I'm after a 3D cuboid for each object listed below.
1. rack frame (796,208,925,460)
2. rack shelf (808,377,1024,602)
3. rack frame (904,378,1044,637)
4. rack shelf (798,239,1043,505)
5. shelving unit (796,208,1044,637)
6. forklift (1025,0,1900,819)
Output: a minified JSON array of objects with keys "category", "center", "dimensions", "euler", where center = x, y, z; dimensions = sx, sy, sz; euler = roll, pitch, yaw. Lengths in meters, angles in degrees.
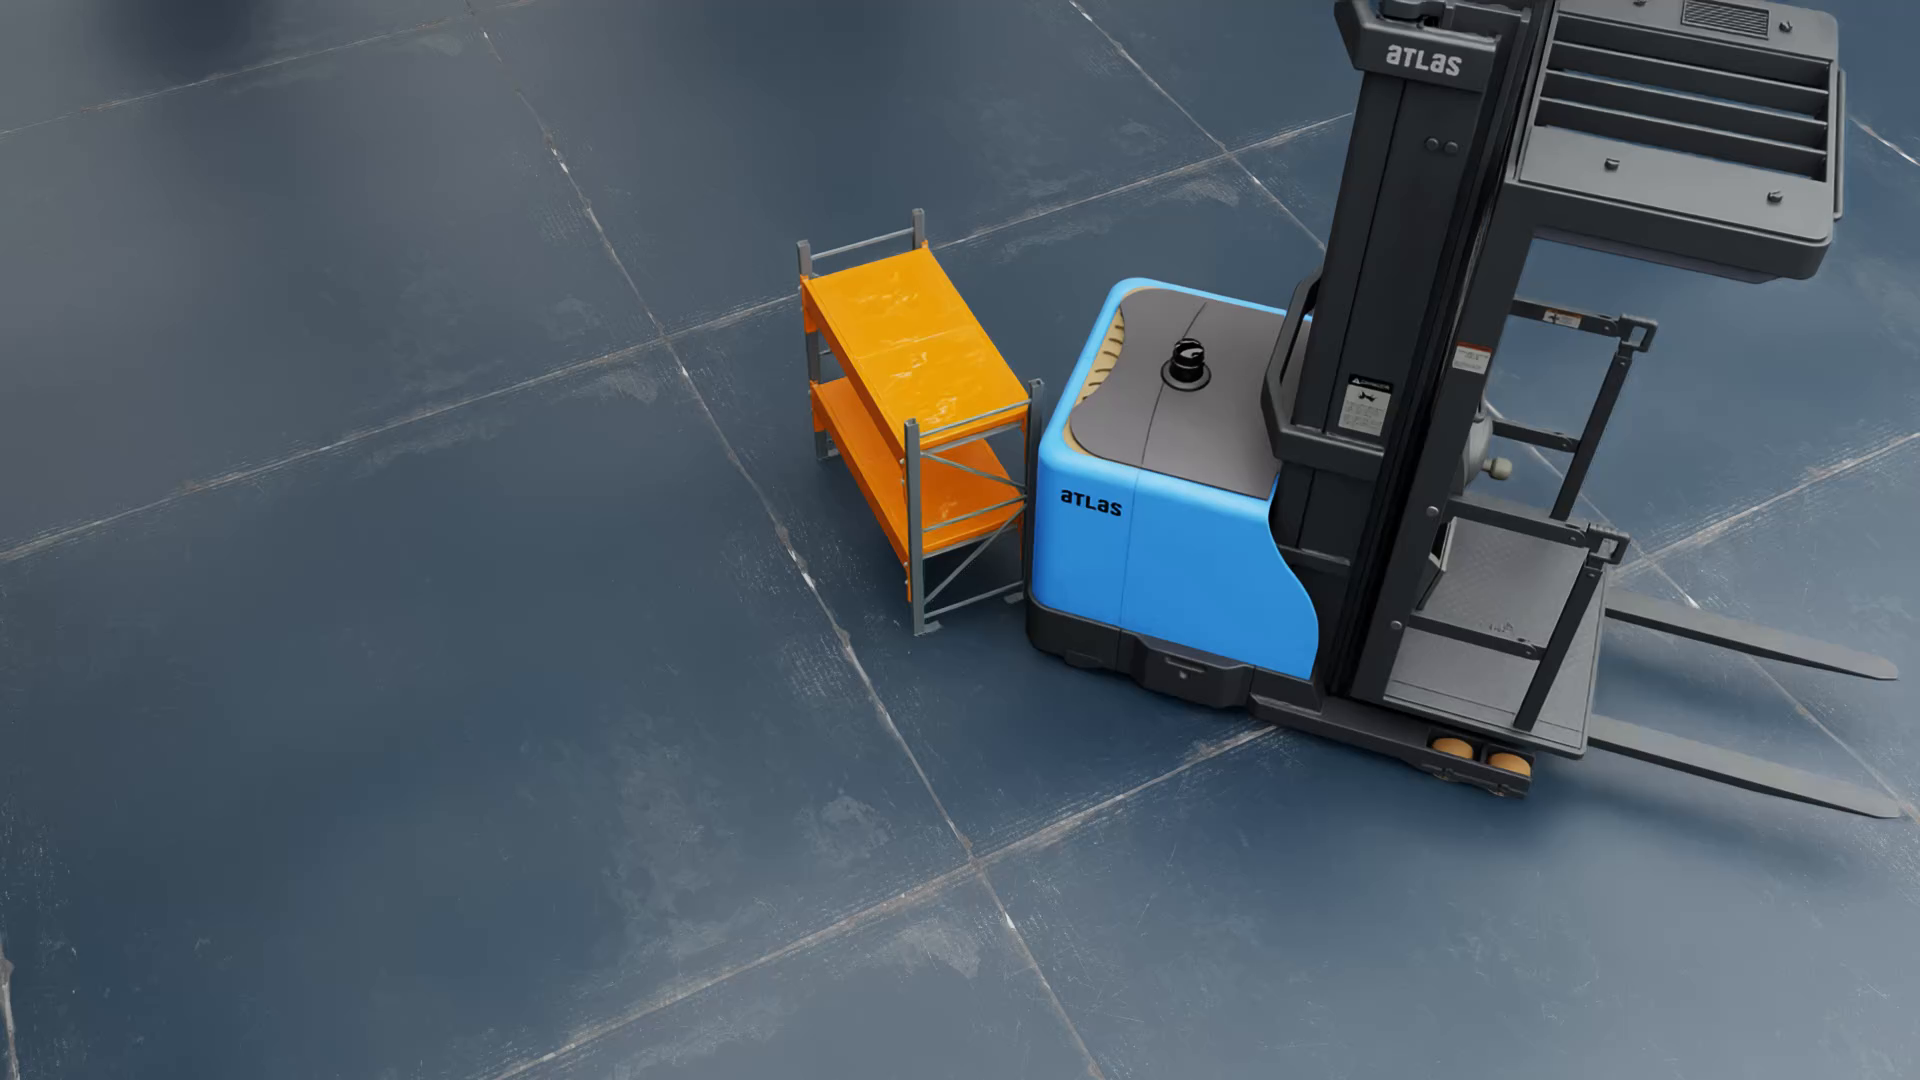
[{"category":"rack frame","center":[-0.367,-0.789,6.585],"dimensions":[0.500,1.125,0.032],"euler":[-19,51,-16]},{"category":"rack shelf","center":[-0.159,-0.279,6.464],"dimensions":[0.538,0.278,1.000],"euler":[-19,51,-16]},{"category":"rack frame","center":[0.049,-0.090,5.974],"dimensions":[0.500,1.125,0.032],"euler":[-19,51,-16]},{"category":"rack shelf","center":[-0.159,-0.632,6.059],"dimensions":[0.538,0.278,1.000],"euler":[-19,51,-16]},{"category":"shelving unit","center":[-0.159,-0.439,6.280],"dimensions":[0.538,1.125,1.048],"euler":[-19,51,-16]},{"category":"forklift","center":[1.819,-0.516,5.147],"dimensions":[3.031,2.935,1.130],"euler":[15,51,13]}]
